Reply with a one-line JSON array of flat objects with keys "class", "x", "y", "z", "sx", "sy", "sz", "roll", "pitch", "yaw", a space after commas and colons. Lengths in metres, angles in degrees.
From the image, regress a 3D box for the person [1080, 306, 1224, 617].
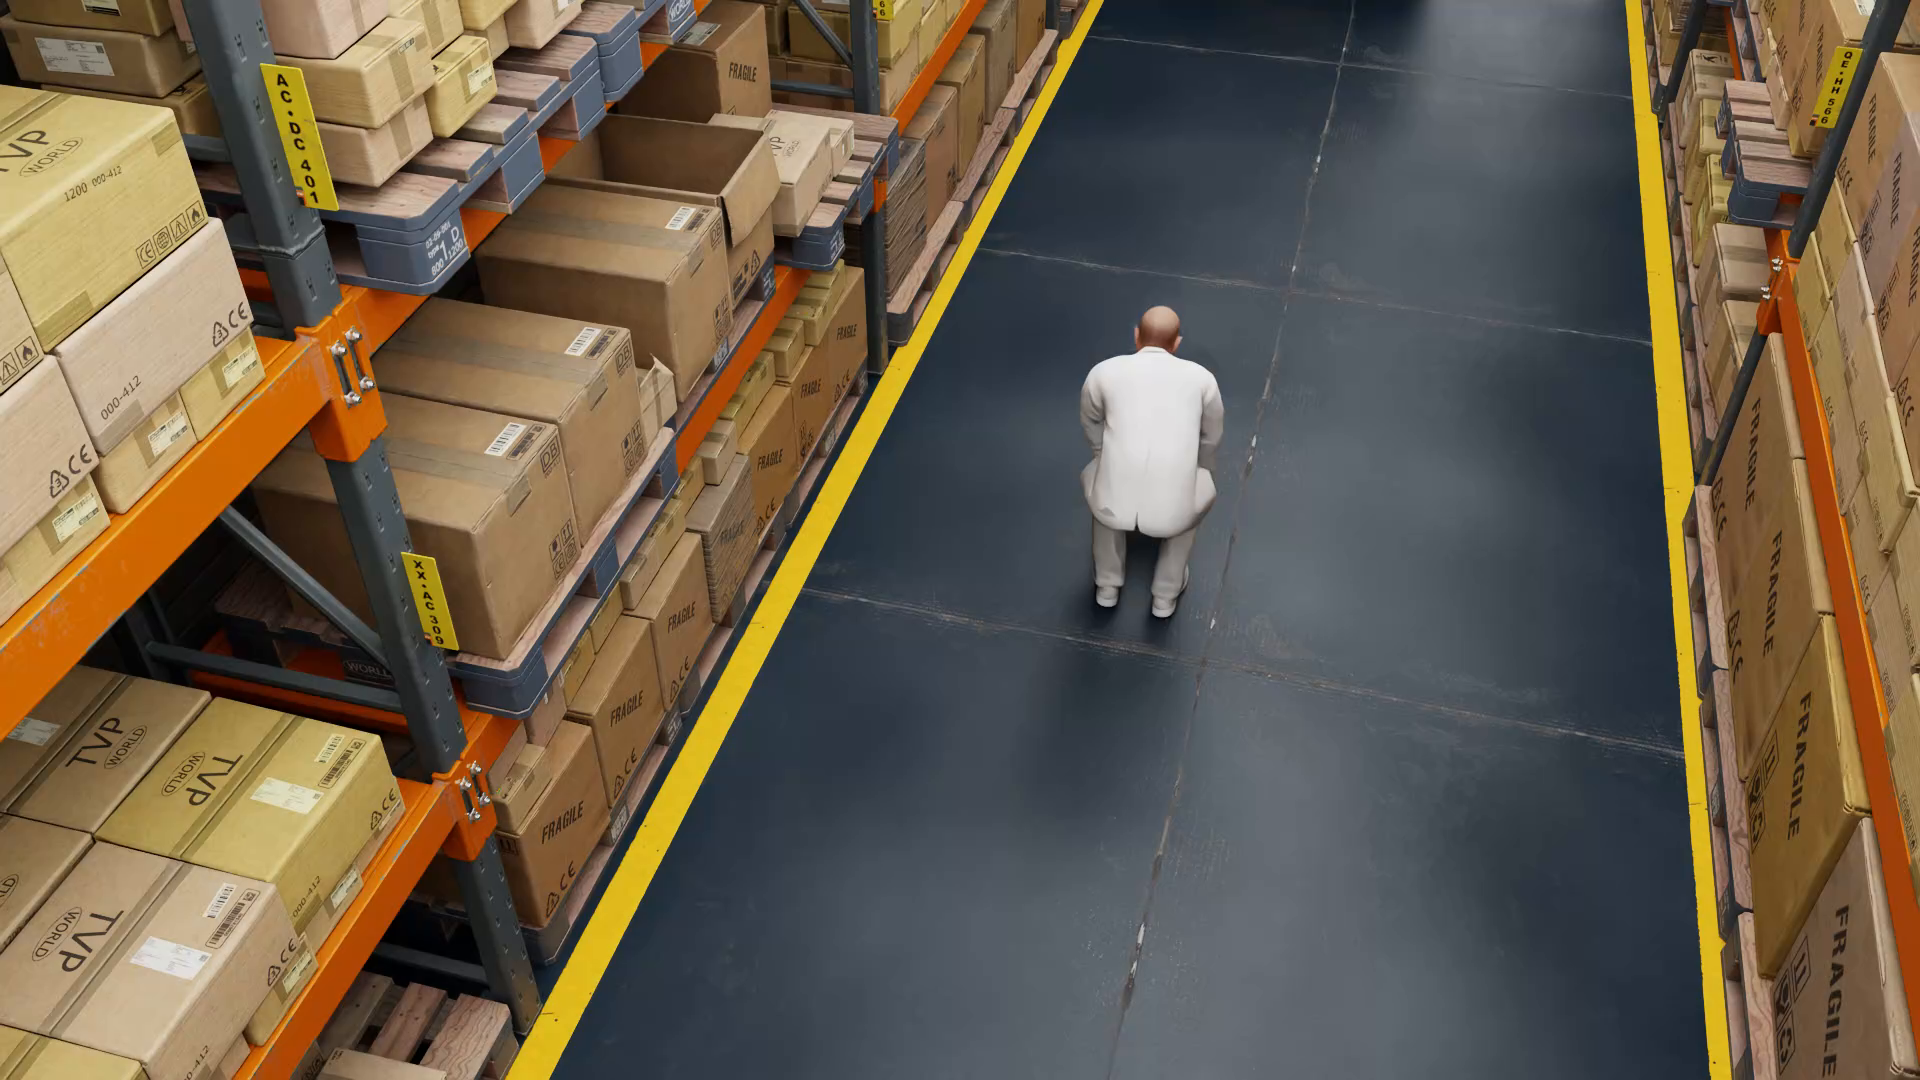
[{"class": "person", "x": 0.774, "y": -0.300, "z": 6.971, "sx": 0.627, "sy": 1.195, "sz": 0.822, "roll": 10, "pitch": 41, "yaw": 11}]
